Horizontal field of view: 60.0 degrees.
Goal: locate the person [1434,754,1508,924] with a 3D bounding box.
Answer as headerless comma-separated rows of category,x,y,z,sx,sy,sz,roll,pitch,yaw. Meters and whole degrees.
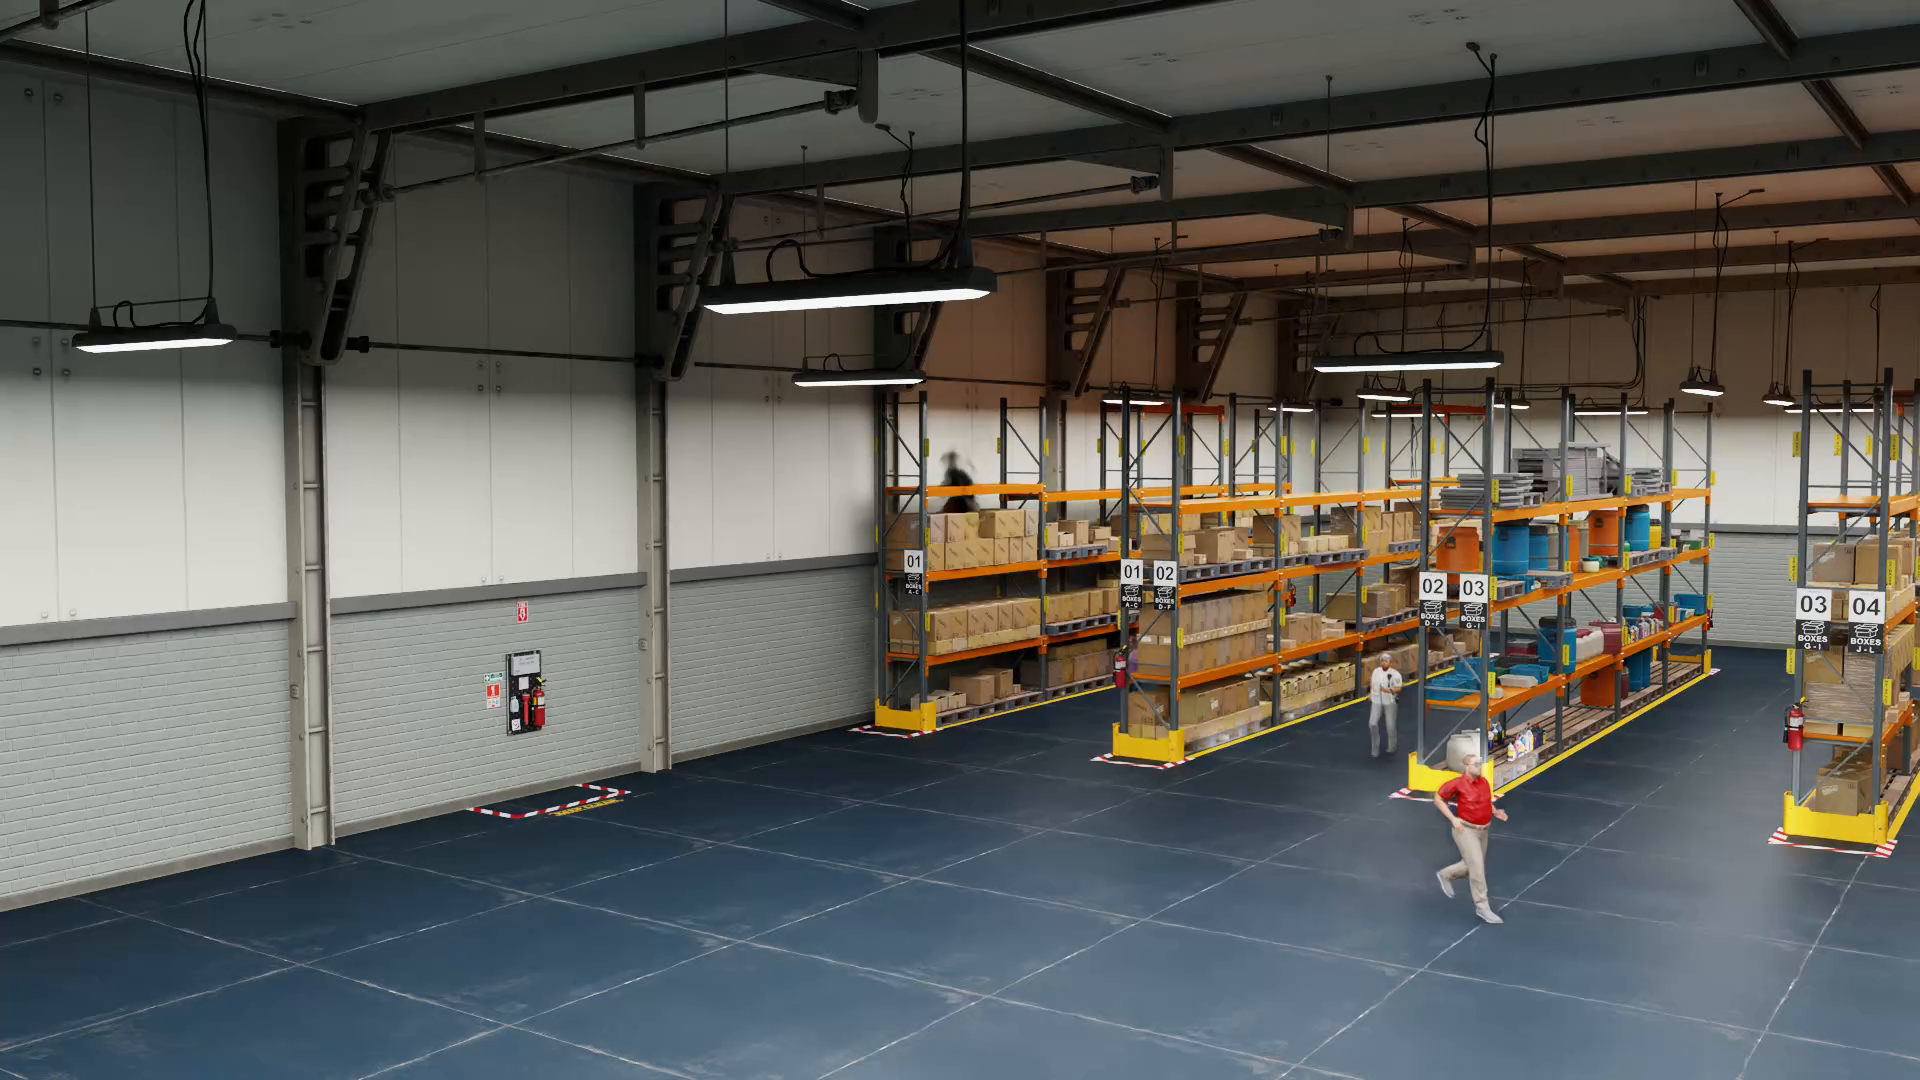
person,5.468,3.159,17.833,0.664,1.737,0.927,-2,4,-33

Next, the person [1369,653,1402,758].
person,6.870,2.686,26.932,0.575,1.708,0.711,2,4,29

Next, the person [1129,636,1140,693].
person,3.076,2.544,29.890,0.514,1.639,0.666,2,4,26
